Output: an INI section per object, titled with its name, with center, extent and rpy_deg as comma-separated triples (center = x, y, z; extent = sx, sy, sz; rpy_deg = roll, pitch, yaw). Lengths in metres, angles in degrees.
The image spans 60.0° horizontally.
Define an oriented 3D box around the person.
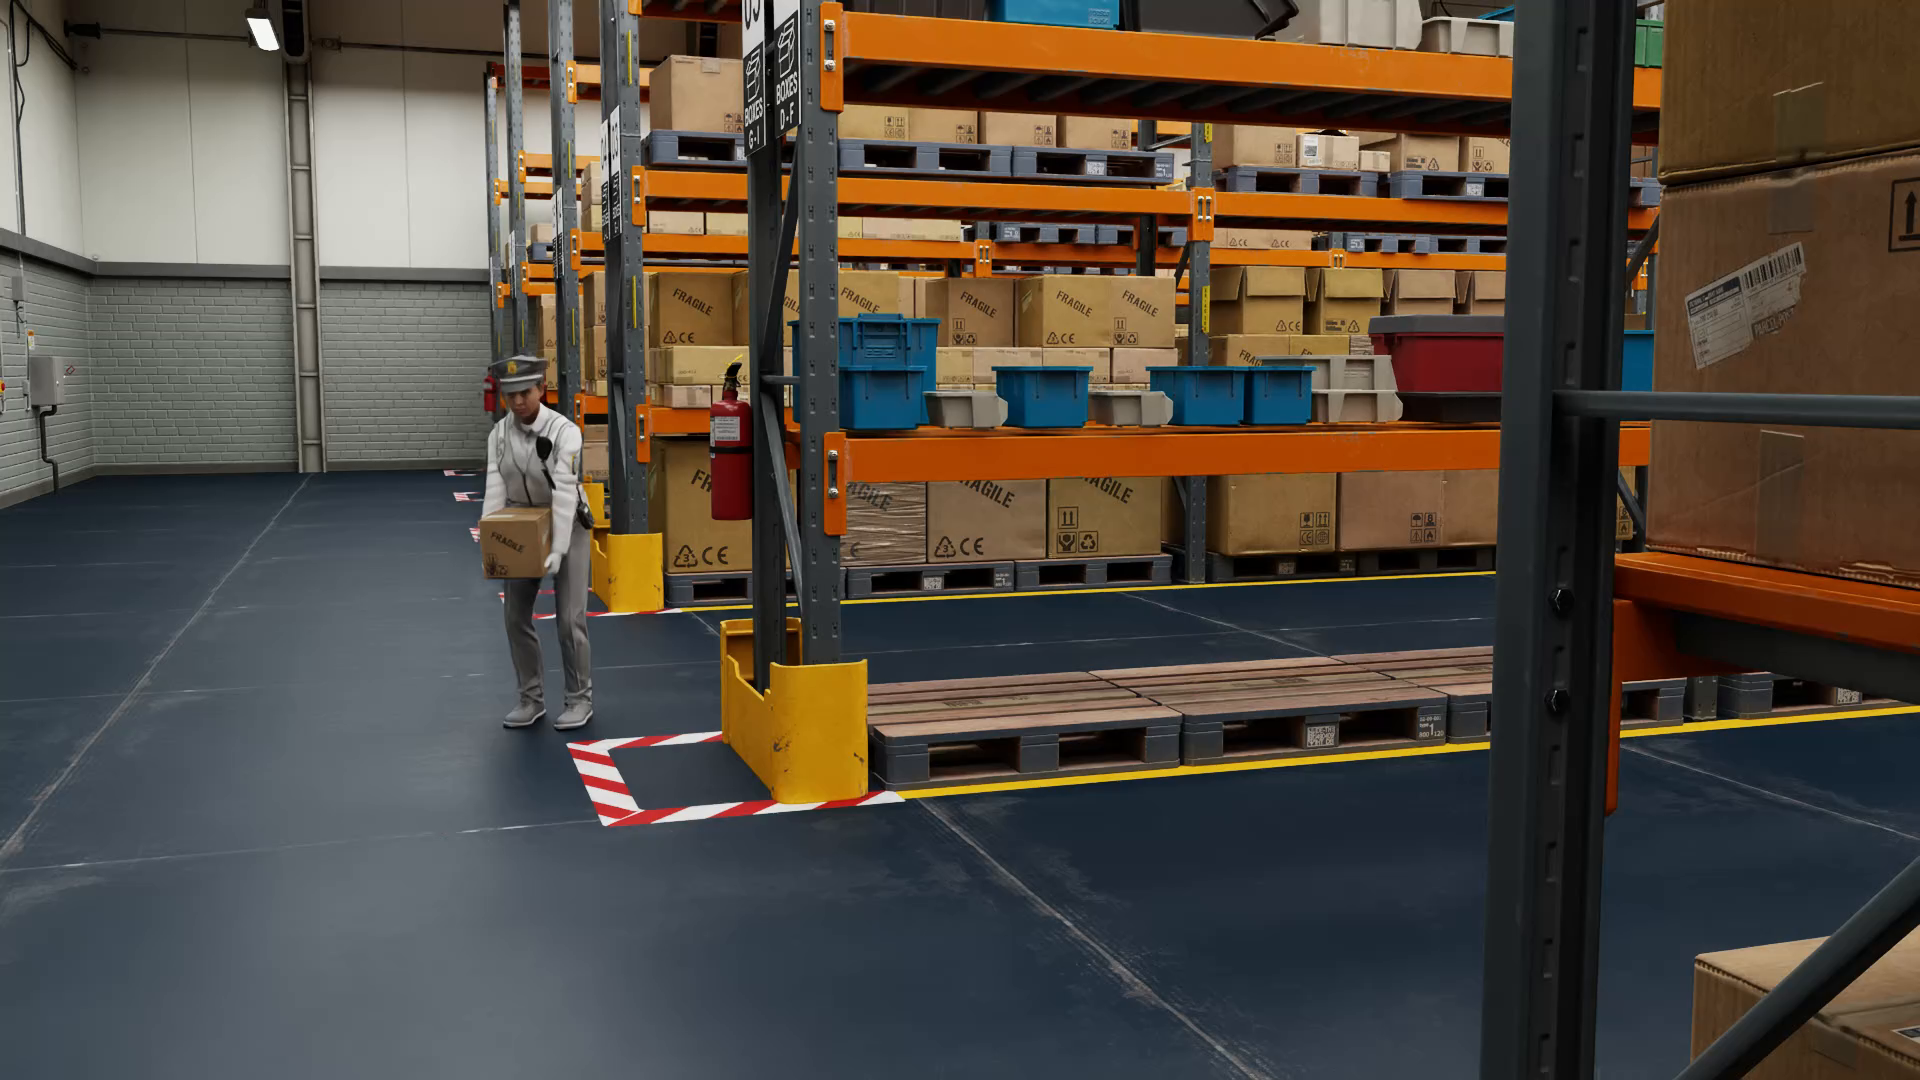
[person]
center = -1.815, 0.016, 7.189
extent = 0.404, 1.615, 0.548
rpy_deg = 1, 6, 10
